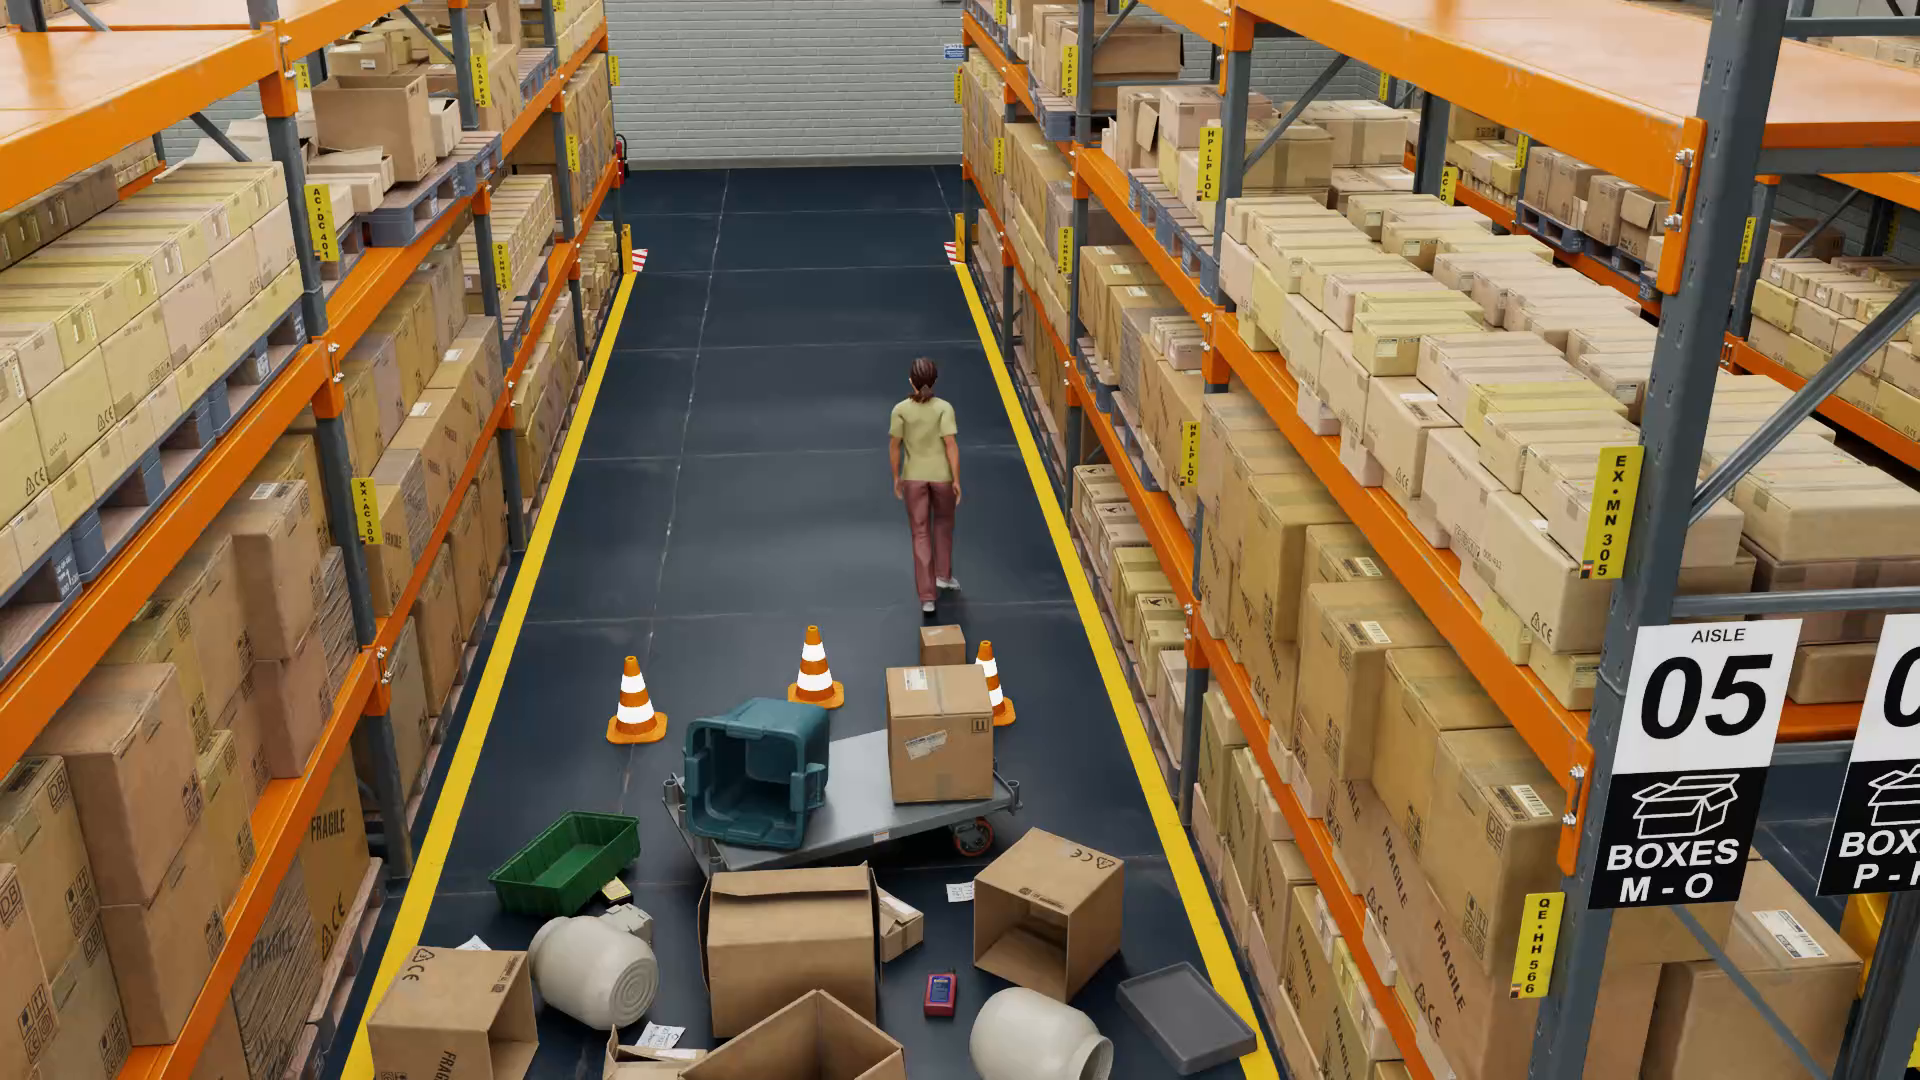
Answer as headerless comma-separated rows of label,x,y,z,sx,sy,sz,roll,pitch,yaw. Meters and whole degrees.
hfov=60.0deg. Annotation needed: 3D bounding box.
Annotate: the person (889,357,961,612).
person,-0.229,-0.352,10.927,0.471,1.693,0.576,0,24,-1
